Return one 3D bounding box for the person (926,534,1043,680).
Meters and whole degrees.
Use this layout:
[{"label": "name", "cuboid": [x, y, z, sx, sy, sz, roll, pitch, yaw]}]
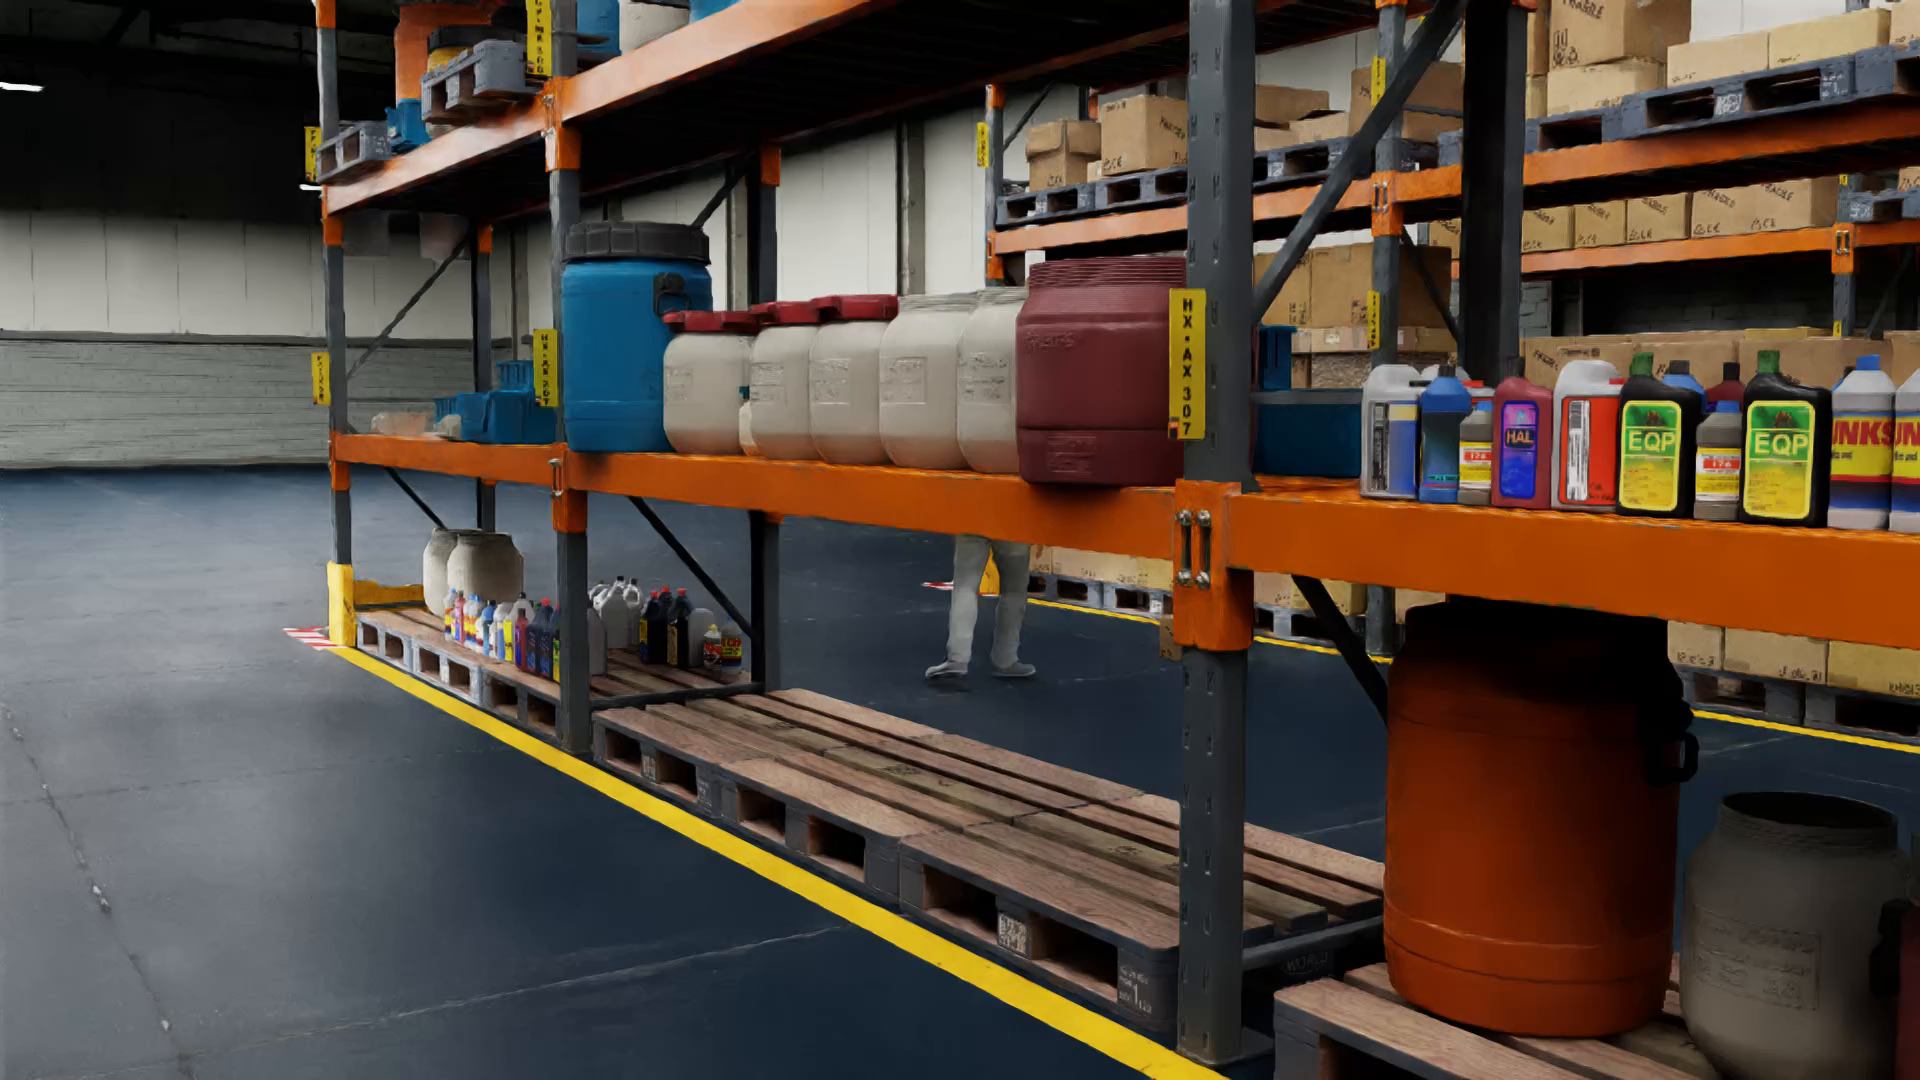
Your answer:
[{"label": "person", "cuboid": [0.162, -0.065, 8.897, 0.603, 1.655, 0.659, 2, 5, 20]}]
